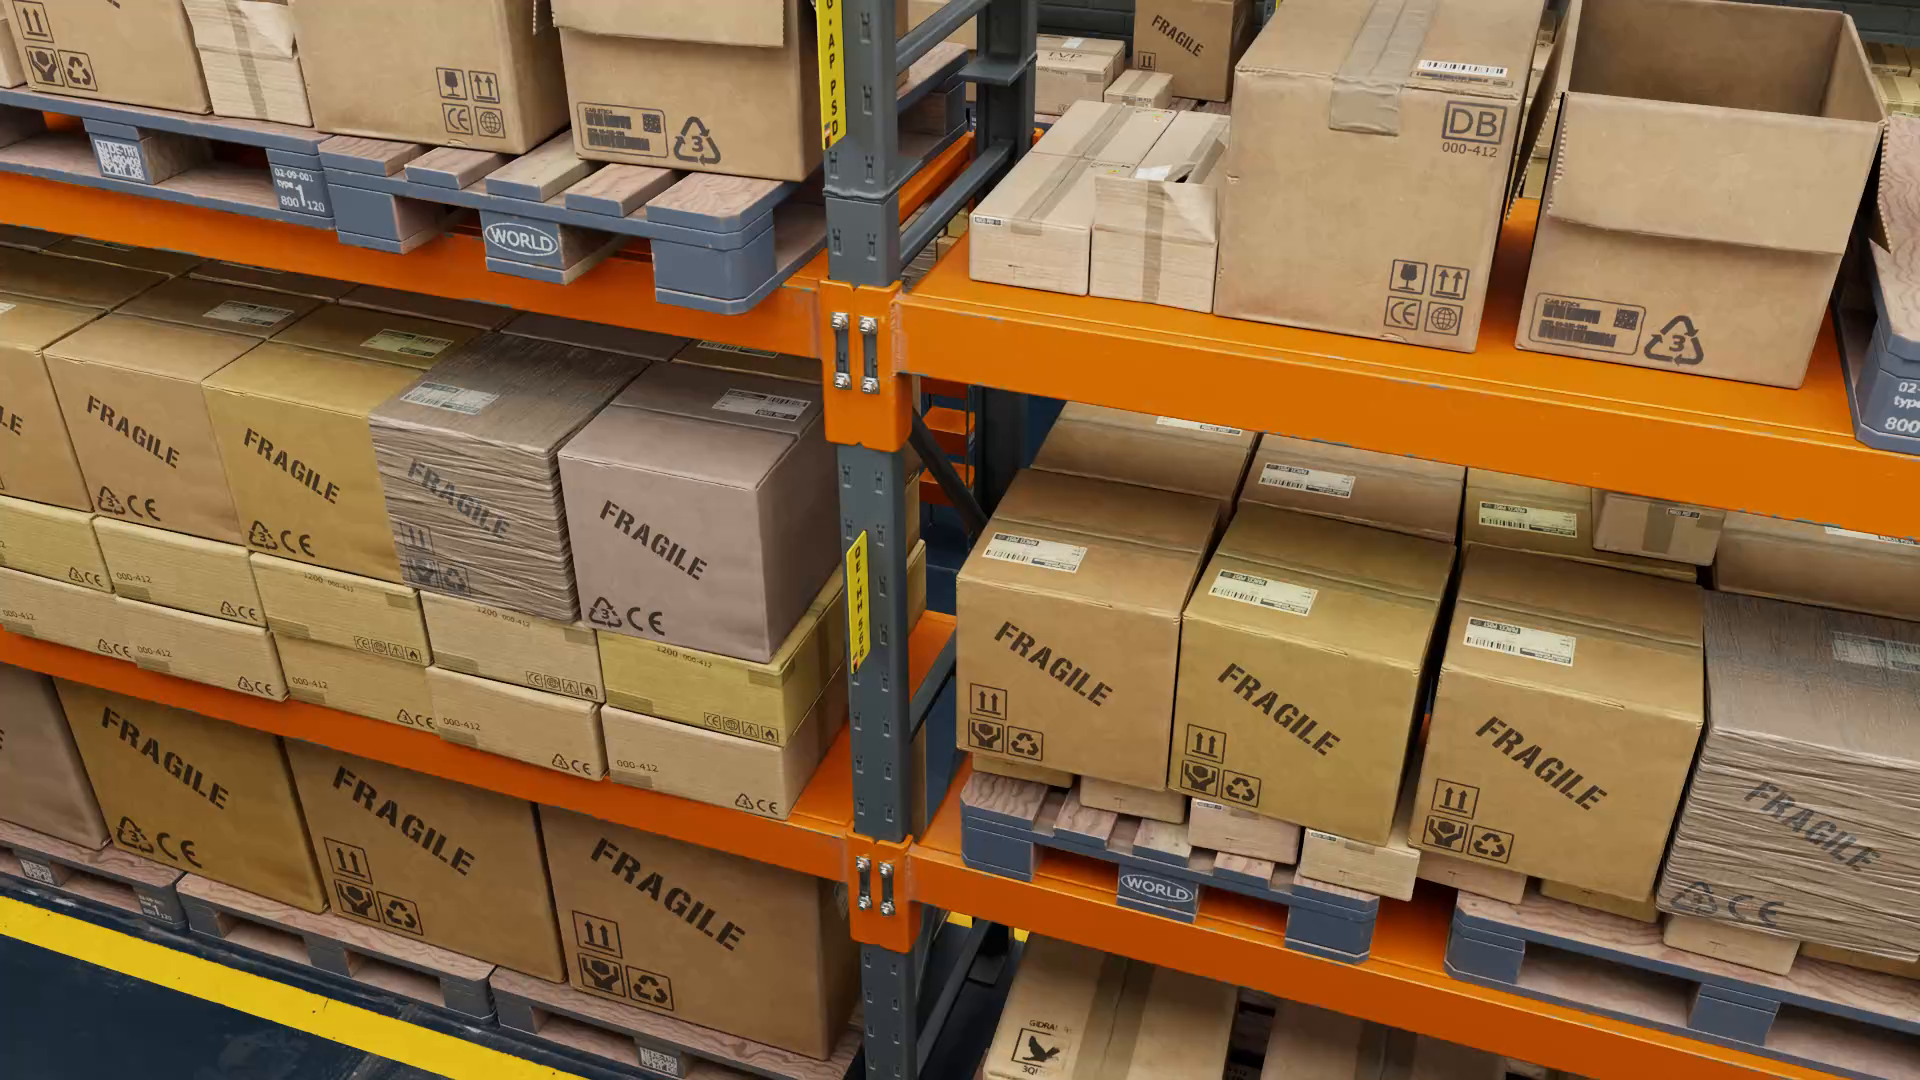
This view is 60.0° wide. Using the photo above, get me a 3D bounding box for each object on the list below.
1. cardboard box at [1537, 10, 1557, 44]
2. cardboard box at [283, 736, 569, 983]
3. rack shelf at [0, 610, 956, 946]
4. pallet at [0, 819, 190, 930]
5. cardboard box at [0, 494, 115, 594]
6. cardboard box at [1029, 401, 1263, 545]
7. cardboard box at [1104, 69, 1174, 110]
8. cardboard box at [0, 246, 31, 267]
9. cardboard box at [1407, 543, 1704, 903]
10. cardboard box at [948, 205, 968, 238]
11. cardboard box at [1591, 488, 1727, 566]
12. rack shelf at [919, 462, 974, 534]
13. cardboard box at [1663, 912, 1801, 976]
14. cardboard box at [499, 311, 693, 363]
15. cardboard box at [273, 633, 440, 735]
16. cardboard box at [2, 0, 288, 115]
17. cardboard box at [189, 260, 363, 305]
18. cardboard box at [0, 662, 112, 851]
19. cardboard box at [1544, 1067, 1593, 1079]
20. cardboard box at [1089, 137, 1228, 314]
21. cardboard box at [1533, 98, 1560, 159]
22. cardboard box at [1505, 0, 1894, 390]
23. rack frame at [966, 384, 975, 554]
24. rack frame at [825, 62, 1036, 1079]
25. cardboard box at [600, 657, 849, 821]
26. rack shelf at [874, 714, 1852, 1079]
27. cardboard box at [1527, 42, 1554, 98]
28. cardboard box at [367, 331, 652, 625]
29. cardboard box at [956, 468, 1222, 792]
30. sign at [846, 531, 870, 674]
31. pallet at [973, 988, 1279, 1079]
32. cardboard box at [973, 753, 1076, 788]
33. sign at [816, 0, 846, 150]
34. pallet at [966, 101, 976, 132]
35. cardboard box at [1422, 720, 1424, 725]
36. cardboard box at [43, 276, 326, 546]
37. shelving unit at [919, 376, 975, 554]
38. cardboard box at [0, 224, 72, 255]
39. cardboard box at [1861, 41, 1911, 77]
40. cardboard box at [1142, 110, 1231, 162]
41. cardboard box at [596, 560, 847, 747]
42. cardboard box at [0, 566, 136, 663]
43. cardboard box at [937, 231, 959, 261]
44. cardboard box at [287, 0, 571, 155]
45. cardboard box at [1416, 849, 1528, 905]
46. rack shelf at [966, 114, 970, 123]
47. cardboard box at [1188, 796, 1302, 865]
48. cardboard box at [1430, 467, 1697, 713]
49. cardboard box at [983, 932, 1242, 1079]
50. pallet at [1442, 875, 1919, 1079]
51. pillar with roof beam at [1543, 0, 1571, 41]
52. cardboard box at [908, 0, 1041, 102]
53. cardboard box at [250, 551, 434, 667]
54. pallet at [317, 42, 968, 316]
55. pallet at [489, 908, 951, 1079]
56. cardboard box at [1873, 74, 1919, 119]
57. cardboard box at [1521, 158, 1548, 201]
[{"bbox_3d":[2.767,-2.472,8.123,0.250,0.149,0.380,10,34,16],"label":"cardboard box"},{"bbox_3d":[-1.501,0.725,5.433,0.875,0.875,0.875,11,35,17],"label":"cardboard box"},{"bbox_3d":[-1.924,0.279,5.215,4.000,0.370,1.077,11,34,16],"label":"rack shelf"},{"bbox_3d":[-3.055,0.885,6.184,1.213,0.211,1.003,11,34,16],"label":"pallet"},{"bbox_3d":[-2.521,-0.124,4.855,0.500,0.250,0.500,11,35,17],"label":"cardboard box"},{"bbox_3d":[0.481,-0.059,4.322,0.500,0.500,0.500,10,34,15],"label":"cardboard box"},{"bbox_3d":[0.882,-2.187,8.217,0.250,0.149,0.380,12,35,17],"label":"cardboard box"},{"bbox_3d":[-3.001,-0.545,4.814,0.500,0.500,0.500,11,34,16],"label":"cardboard box"},{"bbox_3d":[1.300,0.386,3.633,0.500,0.500,0.500,12,35,17],"label":"cardboard box"},{"bbox_3d":[0.111,-1.774,9.051,0.250,0.149,0.380,10,34,16],"label":"cardboard box"},{"bbox_3d":[1.594,-0.117,3.815,0.250,0.149,0.380,9,34,14],"label":"cardboard box"},{"bbox_3d":[-0.050,-0.208,7.637,0.240,0.259,0.215,11,34,16],"label":"rack shelf"},{"bbox_3d":[1.707,0.747,3.672,0.250,0.149,0.380,12,35,18],"label":"cardboard box"},{"bbox_3d":[-0.893,-0.420,4.621,0.500,0.500,0.500,11,34,17],"label":"cardboard box"},{"bbox_3d":[-1.559,0.260,4.720,0.500,0.250,0.500,11,34,16],"label":"cardboard box"},{"bbox_3d":[-1.798,-1.310,3.769,0.500,0.500,0.500,11,35,17],"label":"cardboard box"},{"bbox_3d":[-1.849,-0.617,4.925,0.500,0.500,0.500,12,35,17],"label":"cardboard box"},{"bbox_3d":[-3.196,0.400,5.937,0.875,0.875,0.875,12,35,18],"label":"cardboard box"},{"bbox_3d":[1.897,1.652,4.462,0.625,0.372,0.950,12,35,18],"label":"cardboard box"},{"bbox_3d":[0.439,-0.669,3.380,0.258,0.266,0.396,11,34,16],"label":"cardboard box"},{"bbox_3d":[2.923,-1.936,7.660,0.500,0.250,0.500,10,34,15],"label":"cardboard box"},{"bbox_3d":[1.405,-0.696,3.202,0.637,0.503,0.797,11,34,16],"label":"cardboard box"},{"bbox_3d":[0.064,-0.429,7.446,0.008,1.050,0.200,11,34,16],"label":"rack frame"},{"bbox_3d":[-0.041,0.343,4.453,0.127,3.000,1.000,11,34,16],"label":"rack frame"},{"bbox_3d":[-0.604,0.446,4.432,0.500,0.250,0.500,10,34,15],"label":"cardboard box"},{"bbox_3d":[1.842,1.011,4.081,4.000,0.370,1.077,11,34,16],"label":"rack shelf"},{"bbox_3d":[2.584,-2.174,7.662,0.250,0.149,0.380,11,35,17],"label":"cardboard box"},{"bbox_3d":[-1.102,-0.170,4.233,0.500,0.500,0.500,12,35,17],"label":"cardboard box"},{"bbox_3d":[0.305,0.200,3.921,0.500,0.500,0.500,10,34,15],"label":"cardboard box"},{"bbox_3d":[-0.225,0.141,3.699,0.005,0.325,0.100,11,34,16],"label":"sign"},{"bbox_3d":[0.694,1.658,4.987,1.213,0.211,1.003,11,34,16],"label":"pallet"},{"bbox_3d":[0.202,0.427,4.168,0.250,0.149,0.380,9,34,14],"label":"cardboard box"},{"bbox_3d":[-0.236,-0.886,3.041,0.005,0.325,0.100,11,34,16],"label":"sign"},{"bbox_3d":[-0.202,-2.465,8.979,1.213,0.211,1.003,11,34,16],"label":"pallet"},{"bbox_3d":[1.110,0.298,4.368,0.250,0.149,0.380,9,34,14],"label":"cardboard box"},{"bbox_3d":[-2.041,-0.360,4.529,0.500,0.500,0.500,10,34,16],"label":"cardboard box"},{"bbox_3d":[-0.050,-0.451,7.480,0.252,1.050,0.215,11,34,16],"label":"shelving unit"},{"bbox_3d":[-2.811,-0.806,5.220,0.500,0.500,0.500,12,35,17],"label":"cardboard box"},{"bbox_3d":[4.194,-2.165,7.648,0.250,0.149,0.380,11,34,16],"label":"cardboard box"},{"bbox_3d":[0.563,-0.820,3.720,0.250,0.149,0.380,11,34,16],"label":"cardboard box"},{"bbox_3d":[-0.583,0.237,4.295,0.500,0.250,0.500,11,34,16],"label":"cardboard box"},{"bbox_3d":[-2.516,0.085,4.991,0.500,0.250,0.500,11,34,16],"label":"cardboard box"},{"bbox_3d":[0.199,-1.477,9.190,0.500,0.500,0.500,13,35,19],"label":"cardboard box"},{"bbox_3d":[-1.037,-1.220,3.629,0.500,0.500,0.700,9,34,14],"label":"cardboard box"},{"bbox_3d":[1.204,0.634,3.847,0.250,0.149,0.380,13,35,19],"label":"cardboard box"},{"bbox_3d":[-0.253,-2.256,9.142,4.000,0.370,1.077,11,34,16],"label":"rack shelf"},{"bbox_3d":[0.699,0.569,3.947,0.250,0.149,0.380,9,34,13],"label":"cardboard box"},{"bbox_3d":[1.447,0.122,4.042,0.500,0.500,0.500,9,34,13],"label":"cardboard box"},{"bbox_3d":[0.488,1.379,4.884,0.625,0.372,0.950,9,34,13],"label":"cardboard box"},{"bbox_3d":[1.836,0.765,3.976,1.213,0.211,1.003,11,34,16],"label":"pallet"},{"bbox_3d":[1.709,-2.736,3.691,0.400,9.000,9.100,11,34,16],"label":"pillar with roof beam"},{"bbox_3d":[0.031,-2.616,8.554,0.637,0.503,0.797,10,34,15],"label":"cardboard box"},{"bbox_3d":[-1.555,0.062,4.566,0.500,0.250,0.500,10,34,15],"label":"cardboard box"},{"bbox_3d":[-0.665,-0.928,3.831,1.003,0.211,1.213,13,35,19],"label":"pallet"},{"bbox_3d":[-0.758,1.332,5.493,1.213,0.211,1.003,11,34,16],"label":"pallet"},{"bbox_3d":[4.020,-1.894,7.228,0.250,0.149,0.380,10,34,15],"label":"cardboard box"},{"bbox_3d":[2.925,-1.738,7.814,0.500,0.250,0.500,10,34,15],"label":"cardboard box"}]
